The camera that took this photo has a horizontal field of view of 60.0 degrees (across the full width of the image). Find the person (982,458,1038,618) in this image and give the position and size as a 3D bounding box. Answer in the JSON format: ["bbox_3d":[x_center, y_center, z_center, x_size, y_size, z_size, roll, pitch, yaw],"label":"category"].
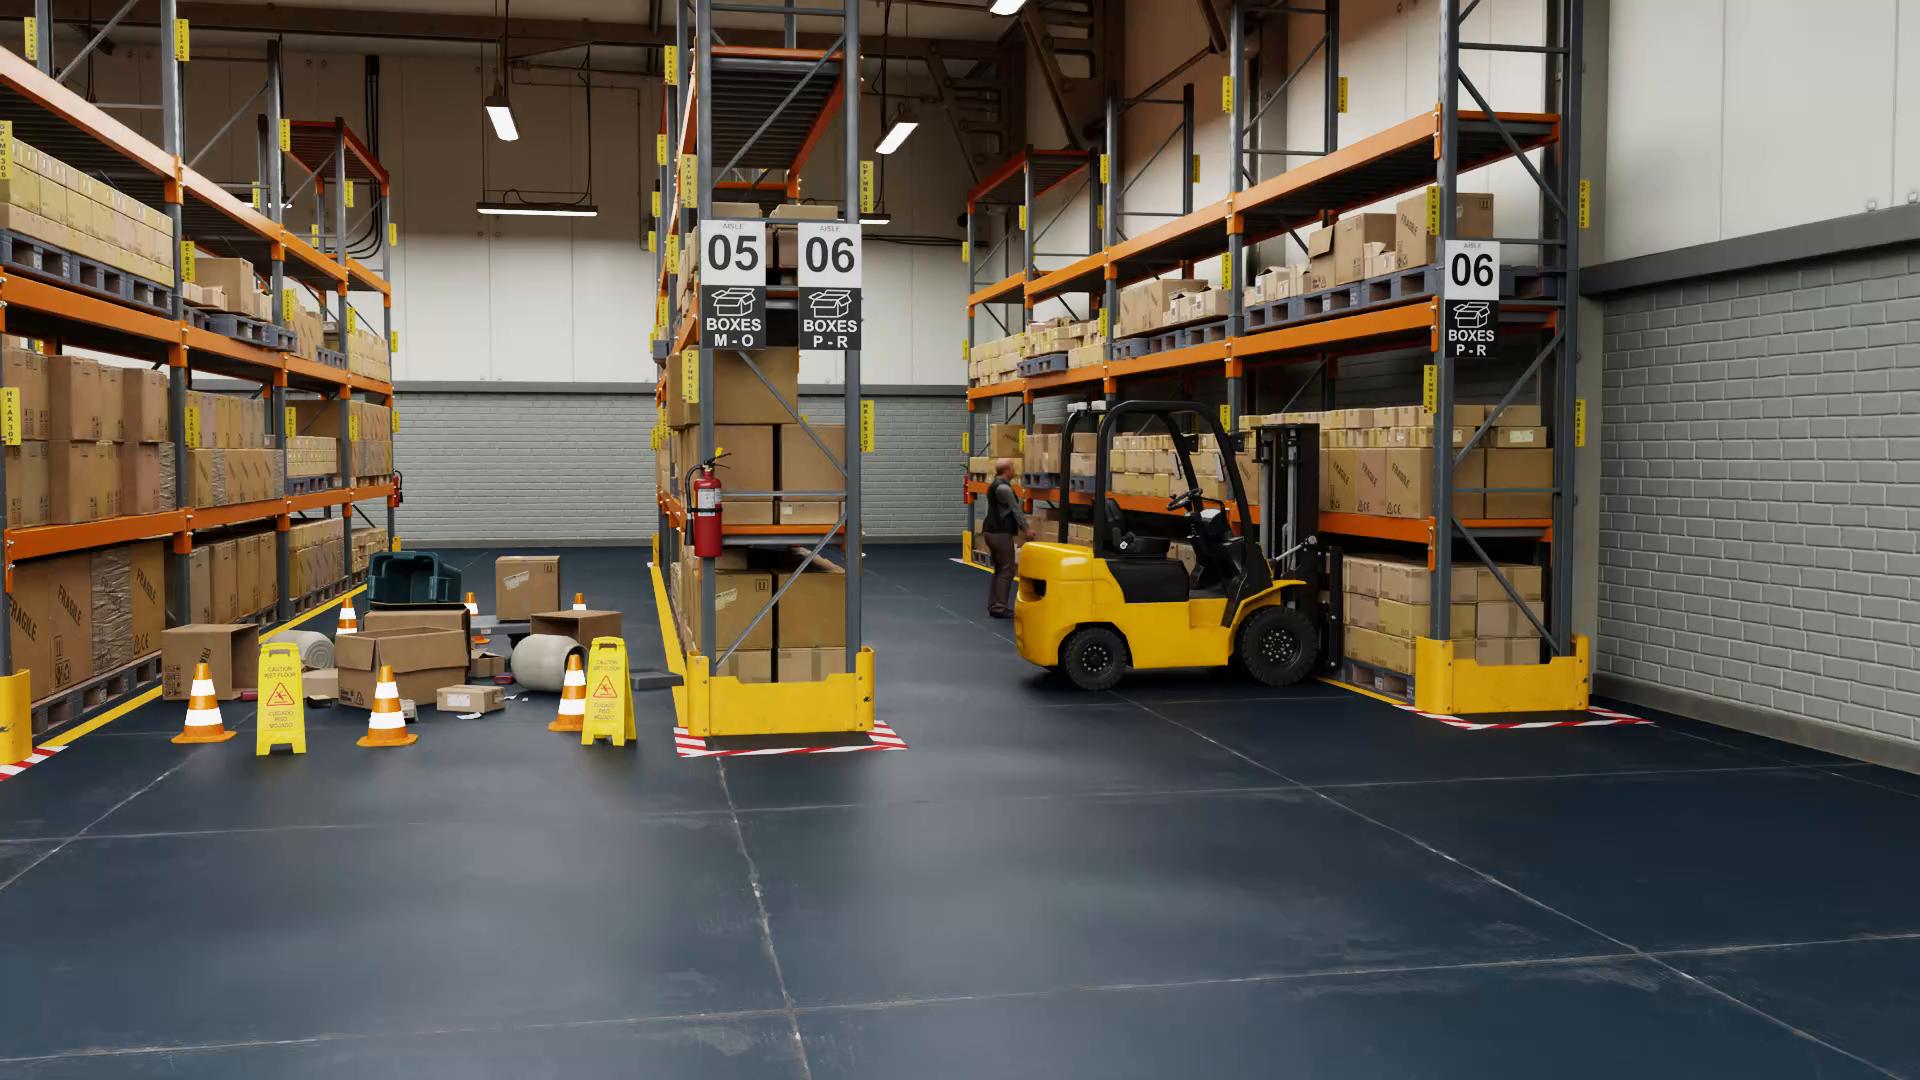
[{"bbox_3d":[0.532,-0.029,17.965,0.558,1.720,0.494,-1,3,-12],"label":"person"}]
